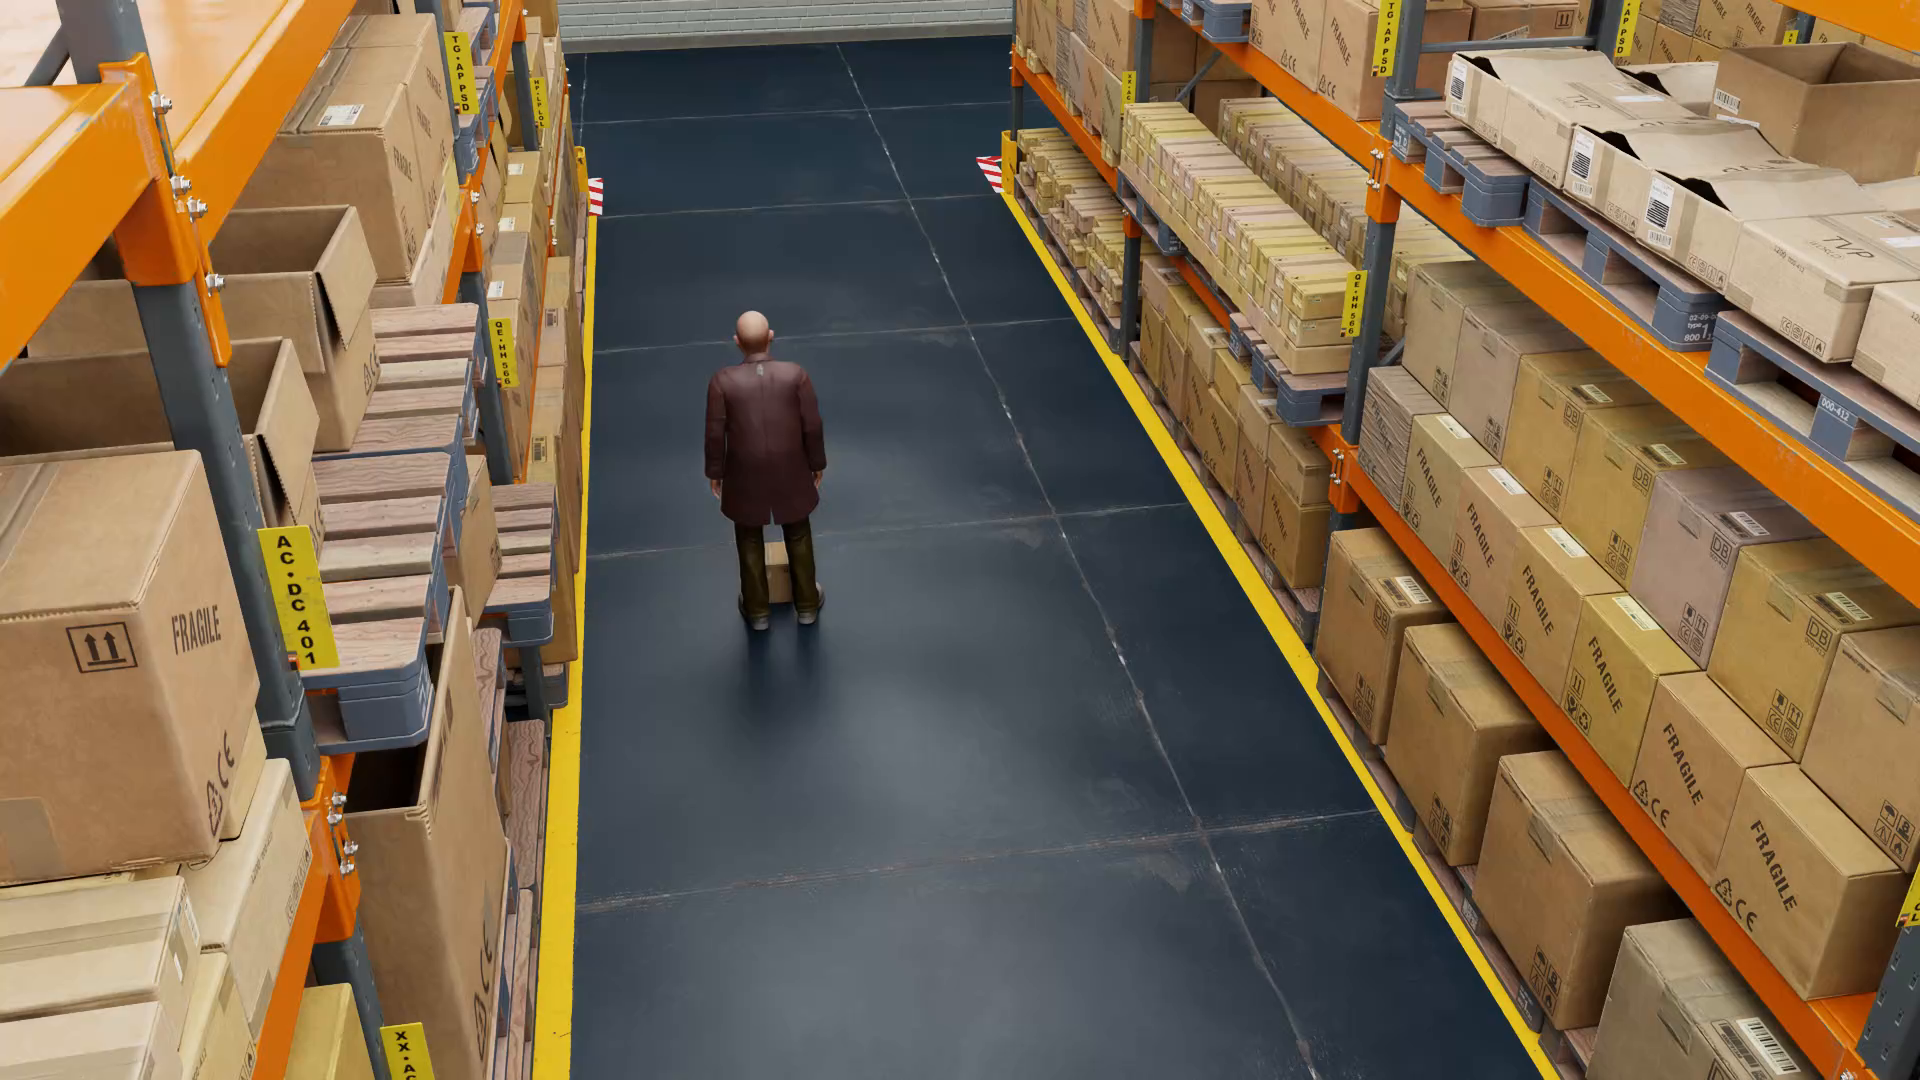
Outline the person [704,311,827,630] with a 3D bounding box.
[{"bbox_3d":[-1.019,-0.355,8.764,0.642,1.774,0.422,-5,31,-9],"label":"person"}]
